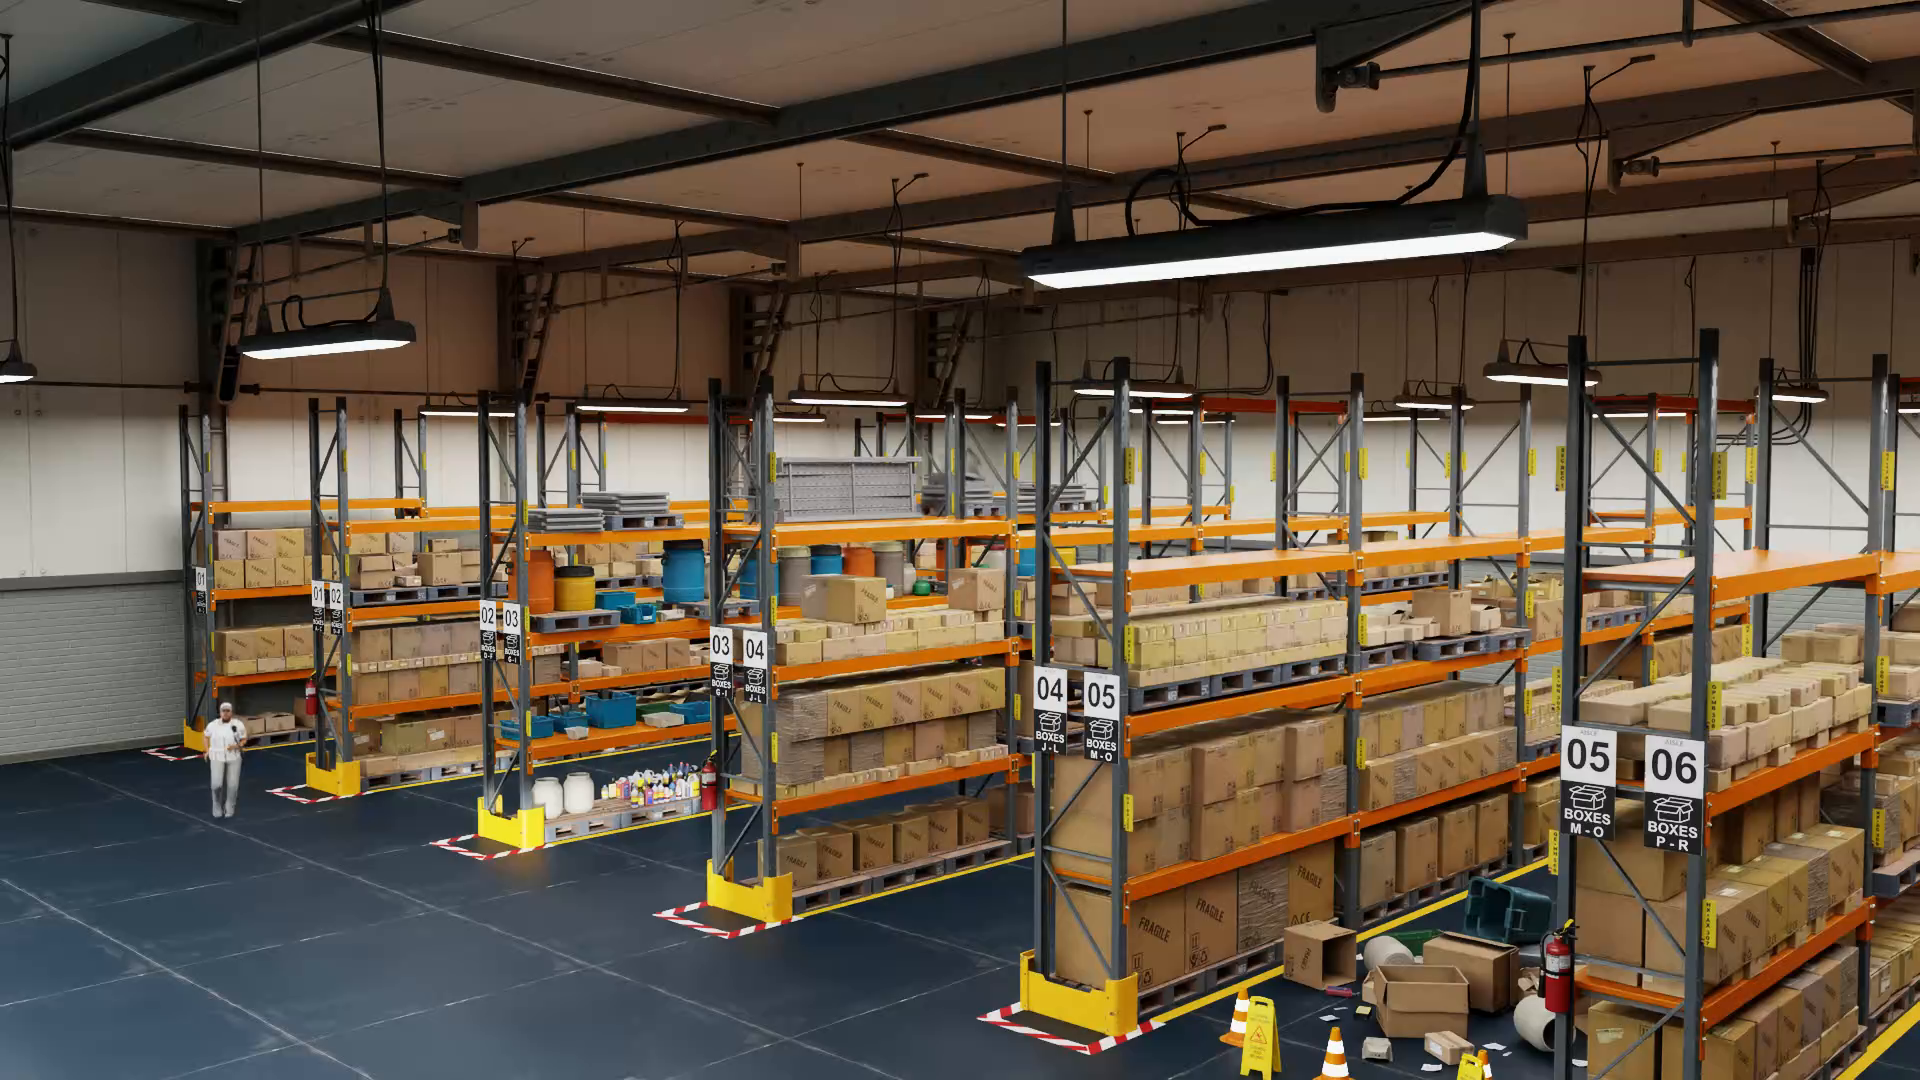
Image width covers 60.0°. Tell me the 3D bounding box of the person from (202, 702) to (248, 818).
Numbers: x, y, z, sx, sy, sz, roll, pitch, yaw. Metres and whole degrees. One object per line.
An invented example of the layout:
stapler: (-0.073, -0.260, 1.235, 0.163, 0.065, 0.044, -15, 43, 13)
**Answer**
person: (-10.344, 3.104, 23.412, 0.586, 1.632, 0.625, -1, 3, -23)
